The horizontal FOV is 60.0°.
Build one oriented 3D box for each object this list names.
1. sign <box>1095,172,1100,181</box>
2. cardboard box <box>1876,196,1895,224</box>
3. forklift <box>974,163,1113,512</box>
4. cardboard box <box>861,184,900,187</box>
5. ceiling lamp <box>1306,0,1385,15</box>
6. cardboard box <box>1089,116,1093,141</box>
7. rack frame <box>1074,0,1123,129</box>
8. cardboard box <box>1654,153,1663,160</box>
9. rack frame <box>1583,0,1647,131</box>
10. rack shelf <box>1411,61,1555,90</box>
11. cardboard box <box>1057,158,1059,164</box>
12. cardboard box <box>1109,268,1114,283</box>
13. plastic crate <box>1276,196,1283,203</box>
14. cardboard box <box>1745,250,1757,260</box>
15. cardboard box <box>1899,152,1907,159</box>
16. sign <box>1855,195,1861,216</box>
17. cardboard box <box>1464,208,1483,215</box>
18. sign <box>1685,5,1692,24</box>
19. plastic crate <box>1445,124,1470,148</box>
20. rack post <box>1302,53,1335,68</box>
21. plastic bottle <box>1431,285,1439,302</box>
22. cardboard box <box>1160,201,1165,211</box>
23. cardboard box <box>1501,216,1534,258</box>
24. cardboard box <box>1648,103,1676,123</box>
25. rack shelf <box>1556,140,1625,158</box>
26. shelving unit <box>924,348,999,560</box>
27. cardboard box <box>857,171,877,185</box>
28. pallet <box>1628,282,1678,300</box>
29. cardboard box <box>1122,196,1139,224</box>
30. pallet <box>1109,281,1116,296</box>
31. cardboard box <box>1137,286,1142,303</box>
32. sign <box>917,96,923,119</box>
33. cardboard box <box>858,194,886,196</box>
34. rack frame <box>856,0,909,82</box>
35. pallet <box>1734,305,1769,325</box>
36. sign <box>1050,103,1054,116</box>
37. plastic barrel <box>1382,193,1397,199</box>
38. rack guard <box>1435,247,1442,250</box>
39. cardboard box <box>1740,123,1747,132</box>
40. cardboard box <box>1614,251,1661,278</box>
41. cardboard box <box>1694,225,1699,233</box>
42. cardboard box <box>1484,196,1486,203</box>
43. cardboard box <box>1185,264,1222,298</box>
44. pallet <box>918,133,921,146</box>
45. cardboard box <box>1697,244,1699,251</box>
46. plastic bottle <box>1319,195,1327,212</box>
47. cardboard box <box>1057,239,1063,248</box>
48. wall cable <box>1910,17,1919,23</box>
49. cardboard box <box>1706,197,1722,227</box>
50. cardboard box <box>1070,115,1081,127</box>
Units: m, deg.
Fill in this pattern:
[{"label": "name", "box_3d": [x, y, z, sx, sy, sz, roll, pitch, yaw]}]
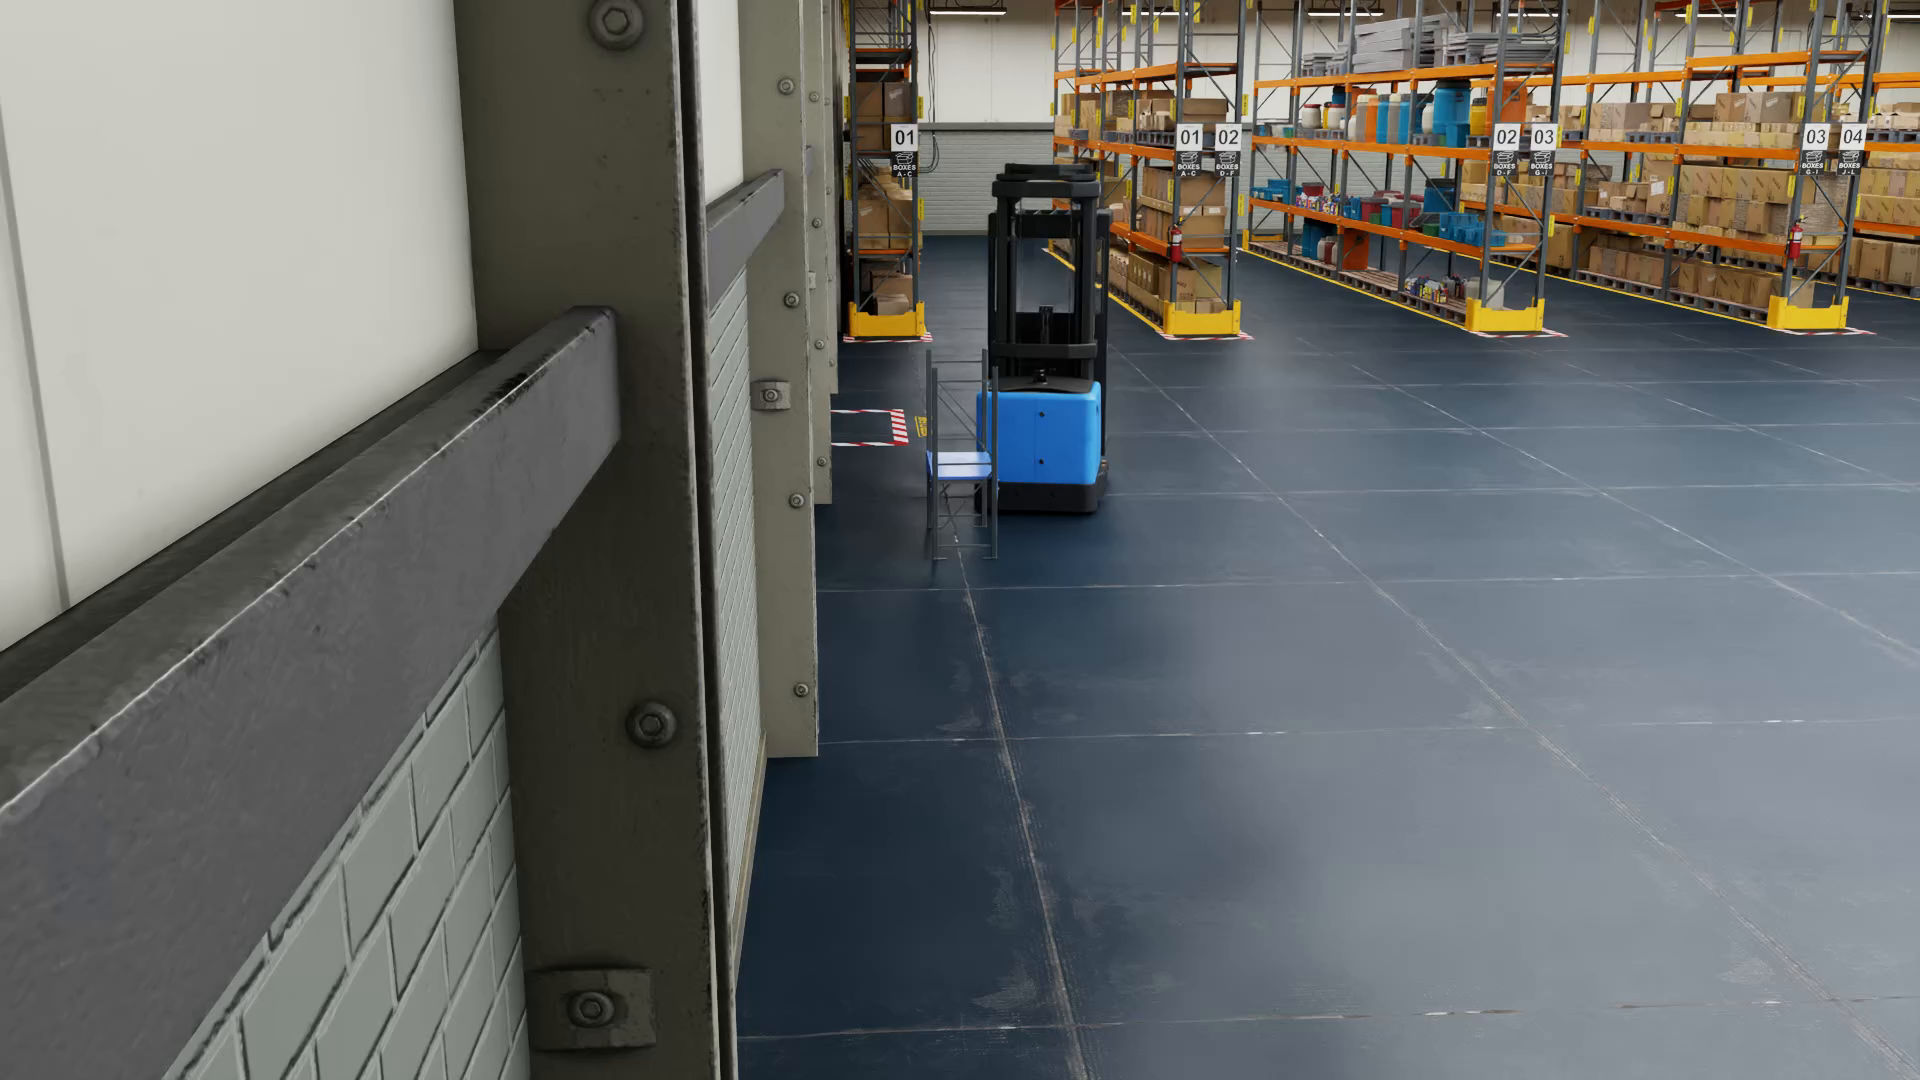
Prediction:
[{"label": "sign", "box_3d": [2.762, -7.225, 33.423, 0.100, 0.325, 0.005, -1, 14, -3]}, {"label": "cardboard box", "box_3d": [18.034, -6.348, 31.976, 0.500, 0.500, 0.500, -1, 14, -3]}, {"label": "forklift", "box_3d": [0.827, -1.974, 15.317, 1.130, 2.935, 3.031, 2, 15, 7]}, {"label": "cardboard box", "box_3d": [-1.540, -6.642, 32.239, 0.700, 0.500, 0.500, -2, 15, -9]}, {"label": "ceiling lamp", "box_3d": [10.099, -15.217, 42.896, 2.000, 3.185, 0.800, -1, 14, -3]}, {"label": "cardboard box", "box_3d": [3.179, -8.579, 34.628, 0.910, 0.500, 0.500, -1, 14, -3]}, {"label": "rack frame", "box_3d": [3.055, -10.614, 36.718, 1.000, 3.000, 0.127, -1, 14, -3]}, {"label": "cardboard box", "box_3d": [17.452, -9.342, 41.011, 0.500, 0.500, 0.500, 0, 14, -2]}, {"label": "rack frame", "box_3d": [13.191, -9.771, 33.442, 1.000, 3.000, 0.127, -1, 14, -3]}, {"label": "rack shelf", "box_3d": [8.619, -7.660, 27.485, 1.077, 0.370, 4.000, -1, 14, -3]}, {"label": "cardboard box", "box_3d": [2.612, -8.991, 40.245, 0.500, 0.500, 0.500, -1, 14, -3]}, {"label": "cardboard box", "box_3d": [3.144, -5.069, 31.882, 0.500, 0.250, 0.500, -1, 14, -2]}, {"label": "plastic crate", "box_3d": [7.662, -7.954, 38.852, 0.437, 0.125, 0.590, -1, 14, -3]}, {"label": "cardboard box", "box_3d": [17.761, -6.455, 36.768, 0.500, 0.500, 0.500, -1, 14, -2]}, {"label": "cardboard box", "box_3d": [22.550, -9.124, 39.458, 0.380, 0.149, 0.250, -1, 14, -4]}, {"label": "sign", "box_3d": [14.228, -5.304, 26.382, 0.100, 0.325, 0.005, -1, 14, -3]}, {"label": "cardboard box", "box_3d": [12.871, -7.645, 40.642, 0.875, 0.875, 0.875, -1, 14, -3]}, {"label": "sign", "box_3d": [12.885, -9.295, 29.401, 0.100, 0.325, 0.005, -1, 14, -3]}, {"label": "plastic crate", "box_3d": [8.324, -6.714, 27.613, 0.392, 0.384, 0.575, -1, 14, -3]}, {"label": "rack post", "box_3d": [8.021, -10.443, 36.205, 0.937, 0.300, 0.954, -1, 14, -4]}, {"label": "plastic bottle", "box_3d": [8.195, -4.241, 28.573, 0.152, 0.276, 0.135, -1, 14, -5]}, {"label": "cardboard box", "box_3d": [3.503, -5.501, 27.382, 0.380, 0.149, 0.250, 0, 14, -2]}, {"label": "cardboard box", "box_3d": [13.003, -6.876, 37.651, 1.225, 0.875, 0.875, -1, 14, -3]}, {"label": "cardboard box", "box_3d": [13.528, -8.243, 32.321, 0.500, 0.500, 0.500, -1, 14, -2]}, {"label": "rack shelf", "box_3d": [13.067, -8.467, 35.839, 1.077, 0.370, 4.000, -1, 14, -3]}, {"label": "shelving unit", "box_3d": [0.005, -0.705, 13.257, 0.538, 1.500, 1.048, -1, 14, -3]}, {"label": "cardboard box", "box_3d": [-1.928, -7.310, 33.576, 0.500, 0.250, 0.500, 0, 14, -2]}, {"label": "pallet", "box_3d": [13.389, -4.714, 31.423, 1.003, 0.211, 1.213, -1, 14, -3]}, {"label": "cardboard box", "box_3d": [3.424, -6.345, 31.966, 0.500, 0.500, 0.500, -2, 15, -6]}, {"label": "pallet", "box_3d": [3.388, -4.855, 31.972, 1.003, 0.211, 1.213, -1, 14, -3]}, {"label": "cardboard box", "box_3d": [3.329, -4.222, 28.589, 0.500, 0.250, 0.500, -1, 14, -3]}, {"label": "sign", "box_3d": [-0.603, -6.531, 25.116, 0.100, 0.325, 0.005, -1, 14, -3]}, {"label": "cardboard box", "box_3d": [-1.475, -5.440, 27.404, 0.500, 0.500, 0.500, -1, 14, -3]}, {"label": "rack frame", "box_3d": [-1.393, -8.547, 28.684, 1.000, 3.000, 0.127, -1, 14, -3]}, {"label": "pallet", "box_3d": [13.667, -3.747, 27.665, 1.003, 0.211, 1.213, -1, 14, -3]}, {"label": "sign", "box_3d": [2.266, -10.571, 40.817, 0.100, 0.325, 0.005, -1, 14, -3]}, {"label": "plastic barrel", "box_3d": [8.524, -6.591, 32.897, 0.421, 0.512, 0.421, 0, 14, 0]}, {"label": "rack guard", "box_3d": [12.694, -7.650, 42.257, 1.175, 0.500, 0.348, -1, 14, -3]}, {"label": "cardboard box", "box_3d": [13.314, -6.906, 27.828, 0.380, 0.149, 0.250, -2, 15, -6]}, {"label": "cardboard box", "box_3d": [13.341, -5.423, 32.717, 0.700, 0.500, 0.500, 0, 14, 1]}, {"label": "cardboard box", "box_3d": [13.222, -5.505, 29.405, 0.380, 0.149, 0.250, -1, 14, -3]}, {"label": "cardboard box", "box_3d": [12.549, -8.001, 39.108, 0.380, 0.149, 0.250, -1, 14, -2]}, {"label": "cardboard box", "box_3d": [3.955, -4.220, 27.078, 0.500, 0.500, 0.500, -1, 14, -3]}, {"label": "pallet", "box_3d": [-1.325, -7.158, 29.685, 1.213, 0.211, 1.003, -1, 14, -3]}, {"label": "cardboard box", "box_3d": [17.603, -6.893, 39.174, 0.380, 0.149, 0.250, 0, 14, -2]}, {"label": "plastic bottle", "box_3d": [7.757, -7.184, 35.525, 0.144, 0.351, 0.185, -1, 14, -3]}, {"label": "cardboard box", "box_3d": [2.620, -7.196, 40.111, 0.500, 0.250, 0.500, -1, 14, -3]}, {"label": "wall cable", "box_3d": [28.468, -16.108, 46.911, 2.988, 3.039, 0.133, -1, 14, -3]}, {"label": "cardboard box", "box_3d": [13.532, -5.703, 28.873, 0.875, 0.500, 0.500, -1, 14, -3]}, {"label": "cardboard box", "box_3d": [2.754, -9.447, 37.502, 0.500, 0.250, 0.500, -1, 14, -3]}]
